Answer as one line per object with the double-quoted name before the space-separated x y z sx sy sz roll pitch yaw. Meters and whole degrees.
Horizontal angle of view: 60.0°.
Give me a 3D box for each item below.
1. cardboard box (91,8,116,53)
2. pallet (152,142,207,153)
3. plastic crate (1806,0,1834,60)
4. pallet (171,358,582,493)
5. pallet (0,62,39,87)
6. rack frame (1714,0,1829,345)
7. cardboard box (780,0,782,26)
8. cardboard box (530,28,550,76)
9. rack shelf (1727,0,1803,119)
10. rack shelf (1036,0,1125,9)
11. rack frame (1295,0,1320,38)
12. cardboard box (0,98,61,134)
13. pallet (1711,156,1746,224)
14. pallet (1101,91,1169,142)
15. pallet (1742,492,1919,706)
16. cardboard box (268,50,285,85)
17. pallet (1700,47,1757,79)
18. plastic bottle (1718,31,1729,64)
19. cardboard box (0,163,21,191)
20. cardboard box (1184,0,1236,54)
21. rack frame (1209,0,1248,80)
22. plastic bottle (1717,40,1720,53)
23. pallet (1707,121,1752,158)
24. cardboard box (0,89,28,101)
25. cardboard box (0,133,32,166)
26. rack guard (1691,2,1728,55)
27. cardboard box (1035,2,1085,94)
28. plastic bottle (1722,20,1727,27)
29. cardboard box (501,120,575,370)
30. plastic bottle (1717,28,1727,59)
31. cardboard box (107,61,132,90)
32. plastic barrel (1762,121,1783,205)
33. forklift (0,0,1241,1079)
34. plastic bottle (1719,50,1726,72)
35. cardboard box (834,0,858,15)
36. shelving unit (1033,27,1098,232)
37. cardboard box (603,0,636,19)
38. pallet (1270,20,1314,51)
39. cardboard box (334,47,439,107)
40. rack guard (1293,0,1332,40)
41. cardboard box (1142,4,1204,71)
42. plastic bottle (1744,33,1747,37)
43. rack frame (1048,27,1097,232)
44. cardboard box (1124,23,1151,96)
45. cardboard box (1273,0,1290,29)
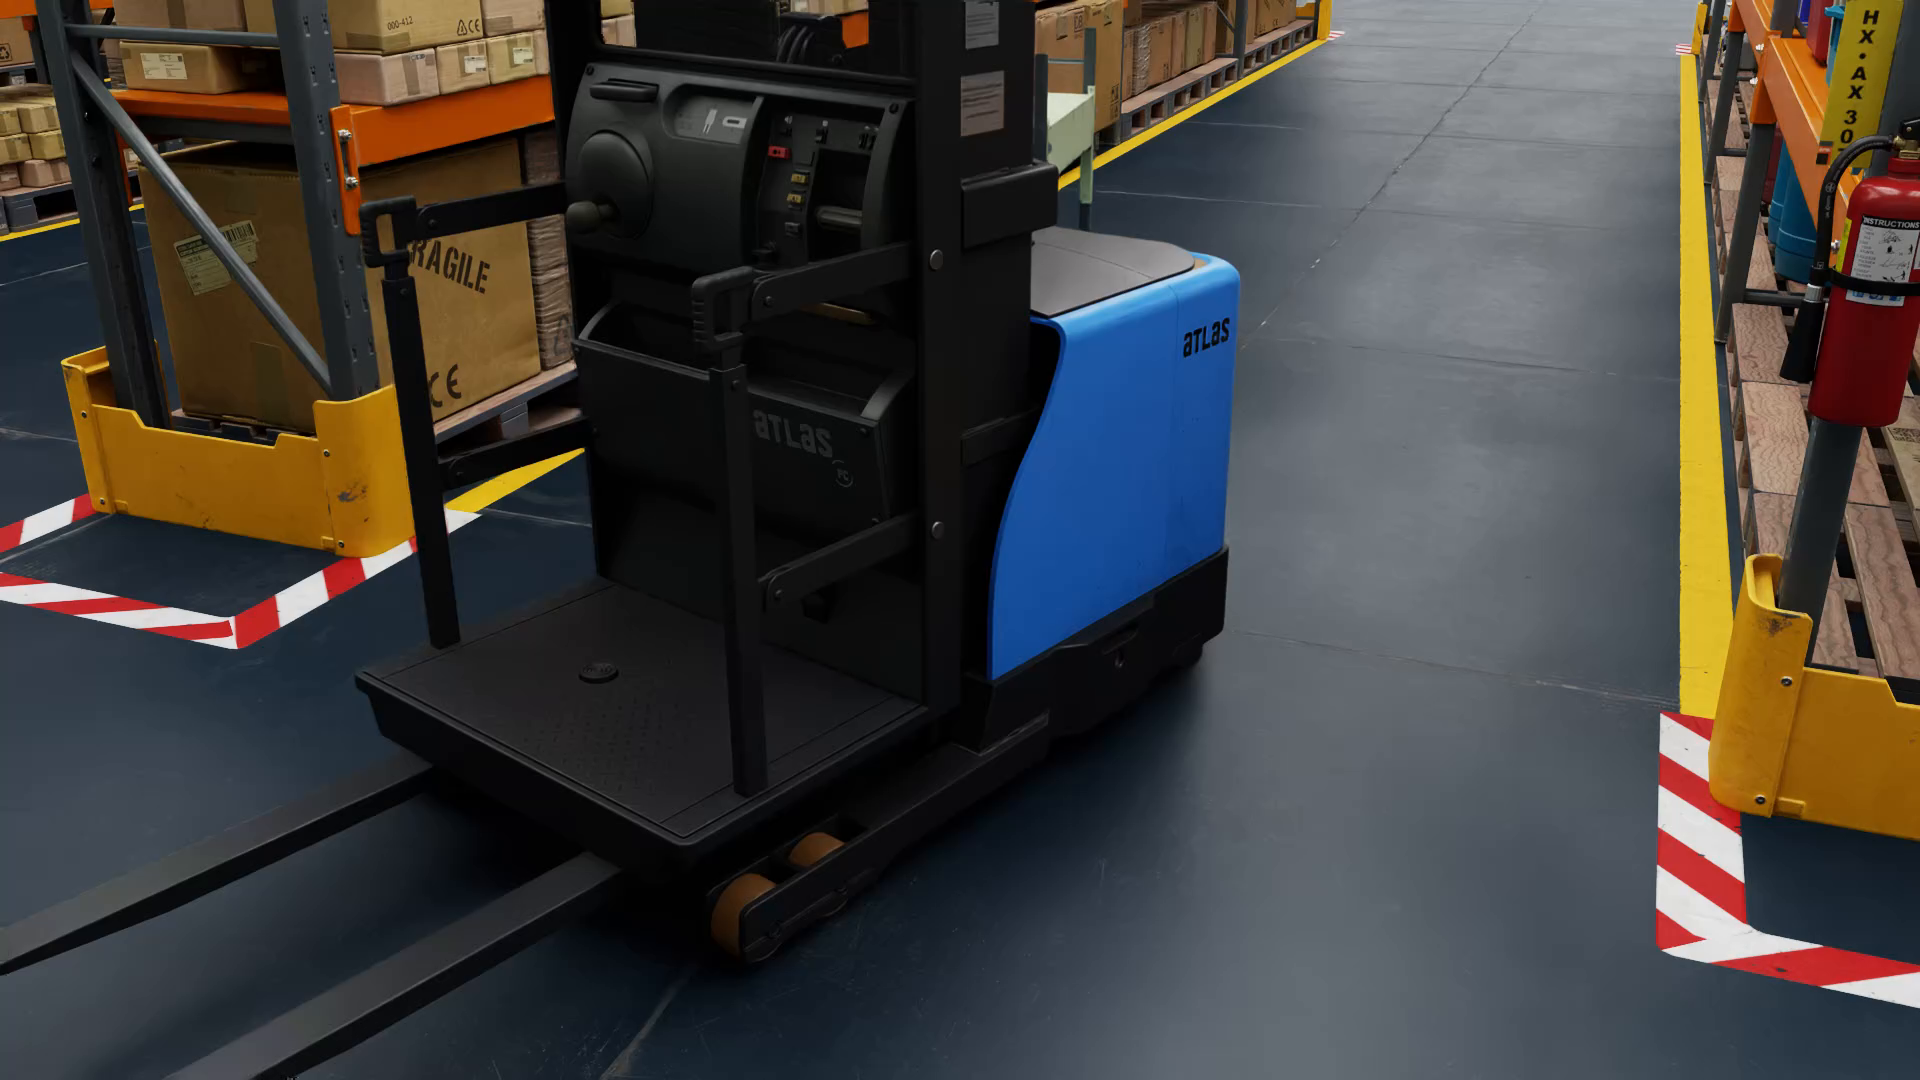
"cardboard box" -8.292 -4.937 16.042 0.950 0.372 0.625 7 24 16
"pallet" -5.076 -2.643 11.304 1.003 0.211 1.213 9 24 20
"plastic crate" 3.238 -1.969 5.912 0.402 0.464 0.583 9 24 20
"pallet" -2.058 -0.484 6.135 1.003 0.211 1.213 9 24 20
"pallet" -8.874 -4.197 15.024 1.003 0.211 1.213 9 24 20
"rack frame" 3.802 -2.196 6.615 1.000 3.000 0.127 9 24 20
"cardboard box" -0.987 -2.264 7.105 0.380 0.149 0.250 9 24 21
"cardboard box" -1.559 -1.714 5.789 0.380 0.149 0.250 8 24 19
"rack shelf" 4.545 -2.579 8.467 1.077 0.370 4.000 9 24 20
"rack shelf" -0.053 -3.289 10.165 1.077 0.370 4.000 9 24 20
"rack frame" 3.661 -7.199 18.593 1.000 3.000 0.127 9 24 20
"cardboard box" -5.398 -2.452 9.611 0.380 0.149 0.250 9 24 20
"pallet" 5.034 -2.052 9.889 1.003 0.211 1.213 9 24 20
"pallet" 0.981 -3.329 12.946 1.003 0.211 1.213 9 24 20
"pallet" 2.659 0.233 4.419 1.003 0.211 1.213 9 24 20
"cardboard box" -2.360 -1.625 5.575 0.380 0.149 0.250 9 24 21
"pallet" 7.514 -4.444 15.616 1.003 0.211 1.213 9 24 20
"plastic bottle" 6.817 -4.380 14.709 0.144 0.351 0.185 8 24 17
"cardboard box" -5.616 -2.079 9.488 0.380 0.149 0.250 8 24 19
"cardboard box" 2.361 -4.945 15.896 0.500 0.500 0.500 8 24 18
"rack frame" 2.175 -5.768 15.166 1.000 3.000 0.127 9 24 20
"plastic bottle" 7.096 -4.604 15.439 0.097 0.201 0.097 0 23 0
"pallet" 5.612 -2.612 11.230 1.003 0.211 1.213 9 24 20
"cardboard box" -5.841 -2.620 10.013 0.380 0.149 0.250 10 25 23
"cardboard box" -5.542 -2.236 9.479 0.380 0.149 0.250 9 24 21
"rack guard" 8.275 -5.303 17.296 1.175 0.500 0.348 9 24 20
"cardboard box" 0.076 -2.988 10.723 1.225 0.875 0.875 9 24 20
"plastic bottle" 7.196 -4.757 15.700 0.061 0.283 0.133 9 24 21
"cardboard box" -1.781 -1.253 6.569 0.875 0.875 0.875 9 24 20
"plastic bottle" 7.001 -4.518 15.138 0.152 0.276 0.135 9 24 21
"cardboard box" -5.323 -2.992 11.220 0.500 0.500 0.500 8 24 19
"plastic barrel" 4.703 -2.127 9.033 0.600 0.588 0.708 9 24 20
"forklift" -0.611 -0.743 3.225 1.130 2.935 3.031 18 28 36
"plastic bottle" 6.619 -4.145 14.341 0.097 0.201 0.097 0 23 0
"cardboard box" -0.701 -2.540 7.766 0.380 0.149 0.250 9 24 21
"shelving unit" 0.138 -0.788 5.190 0.431 1.500 0.755 6 23 13
"cardboard box" -1.476 -2.041 6.053 0.500 0.250 0.500 8 24 18
"pallet" 3.298 -5.599 18.382 1.003 0.211 1.213 9 24 20
"cardboard box" -1.844 -1.437 5.125 0.380 0.149 0.250 9 24 21
"rack guard" 3.633 -6.018 19.010 1.175 0.500 0.348 9 24 20
"cardboard box" 1.733 -4.433 14.642 0.700 0.500 0.500 9 24 20
"plastic bottle" 6.964 -4.333 14.694 0.152 0.276 0.135 9 24 20
"rack frame" 0.230 -0.924 5.517 0.400 1.500 0.023 6 23 13
"cardboard box" 1.114 -3.829 13.197 0.700 0.500 0.500 7 24 16
"cardboard box" 3.223 -5.799 17.941 0.500 0.500 0.500 16 28 34
